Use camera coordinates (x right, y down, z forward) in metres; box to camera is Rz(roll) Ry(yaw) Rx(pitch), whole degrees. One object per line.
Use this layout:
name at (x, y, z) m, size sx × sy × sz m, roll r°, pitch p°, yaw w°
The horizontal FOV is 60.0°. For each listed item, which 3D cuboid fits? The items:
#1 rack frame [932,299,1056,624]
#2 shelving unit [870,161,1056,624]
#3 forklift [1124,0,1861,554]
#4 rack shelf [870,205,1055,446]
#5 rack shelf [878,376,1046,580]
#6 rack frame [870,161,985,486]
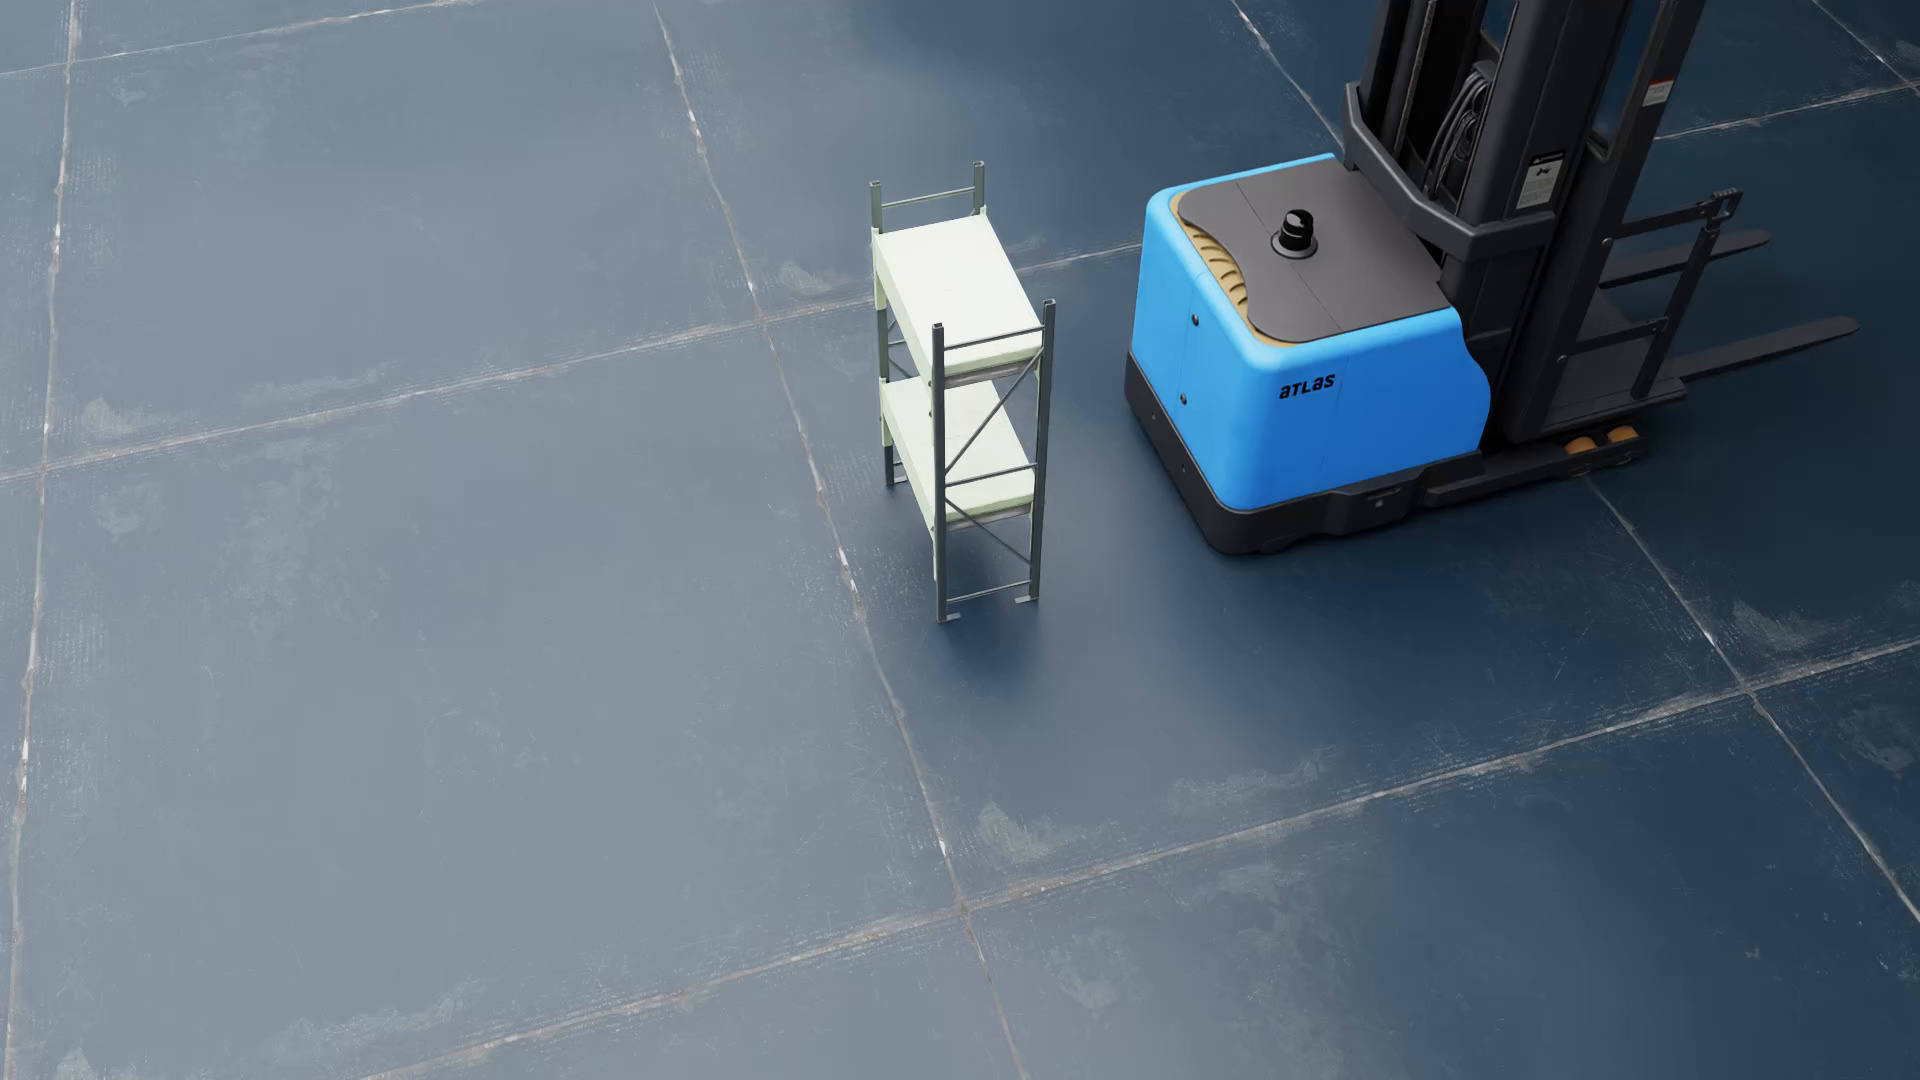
rack frame at (0.106, -0.221, 5.745) m, size 0.400 × 1.500 × 0.023 m, roll -13°, pitch 51°, yaw -11°
shelving unit at (-0.002, -0.488, 5.970) m, size 0.431 × 1.500 × 0.755 m, roll -13°, pitch 51°, yaw -11°
forklift at (2.261, -1.572, 5.948) m, size 3.031 × 2.935 × 1.130 m, roll -15°, pitch 51°, yaw -12°
rack shelf at (-0.002, -0.740, 5.672) m, size 0.431 × 0.370 × 0.720 m, roll -13°, pitch 51°, yaw -11°
rack shelf at (-0.002, -0.278, 6.220) m, size 0.431 × 0.370 × 0.720 m, roll -13°, pitch 51°, yaw -11°
rack frame at (-0.110, -0.756, 6.196) m, size 0.400 × 1.500 × 0.023 m, roll -13°, pitch 51°, yaw -11°
